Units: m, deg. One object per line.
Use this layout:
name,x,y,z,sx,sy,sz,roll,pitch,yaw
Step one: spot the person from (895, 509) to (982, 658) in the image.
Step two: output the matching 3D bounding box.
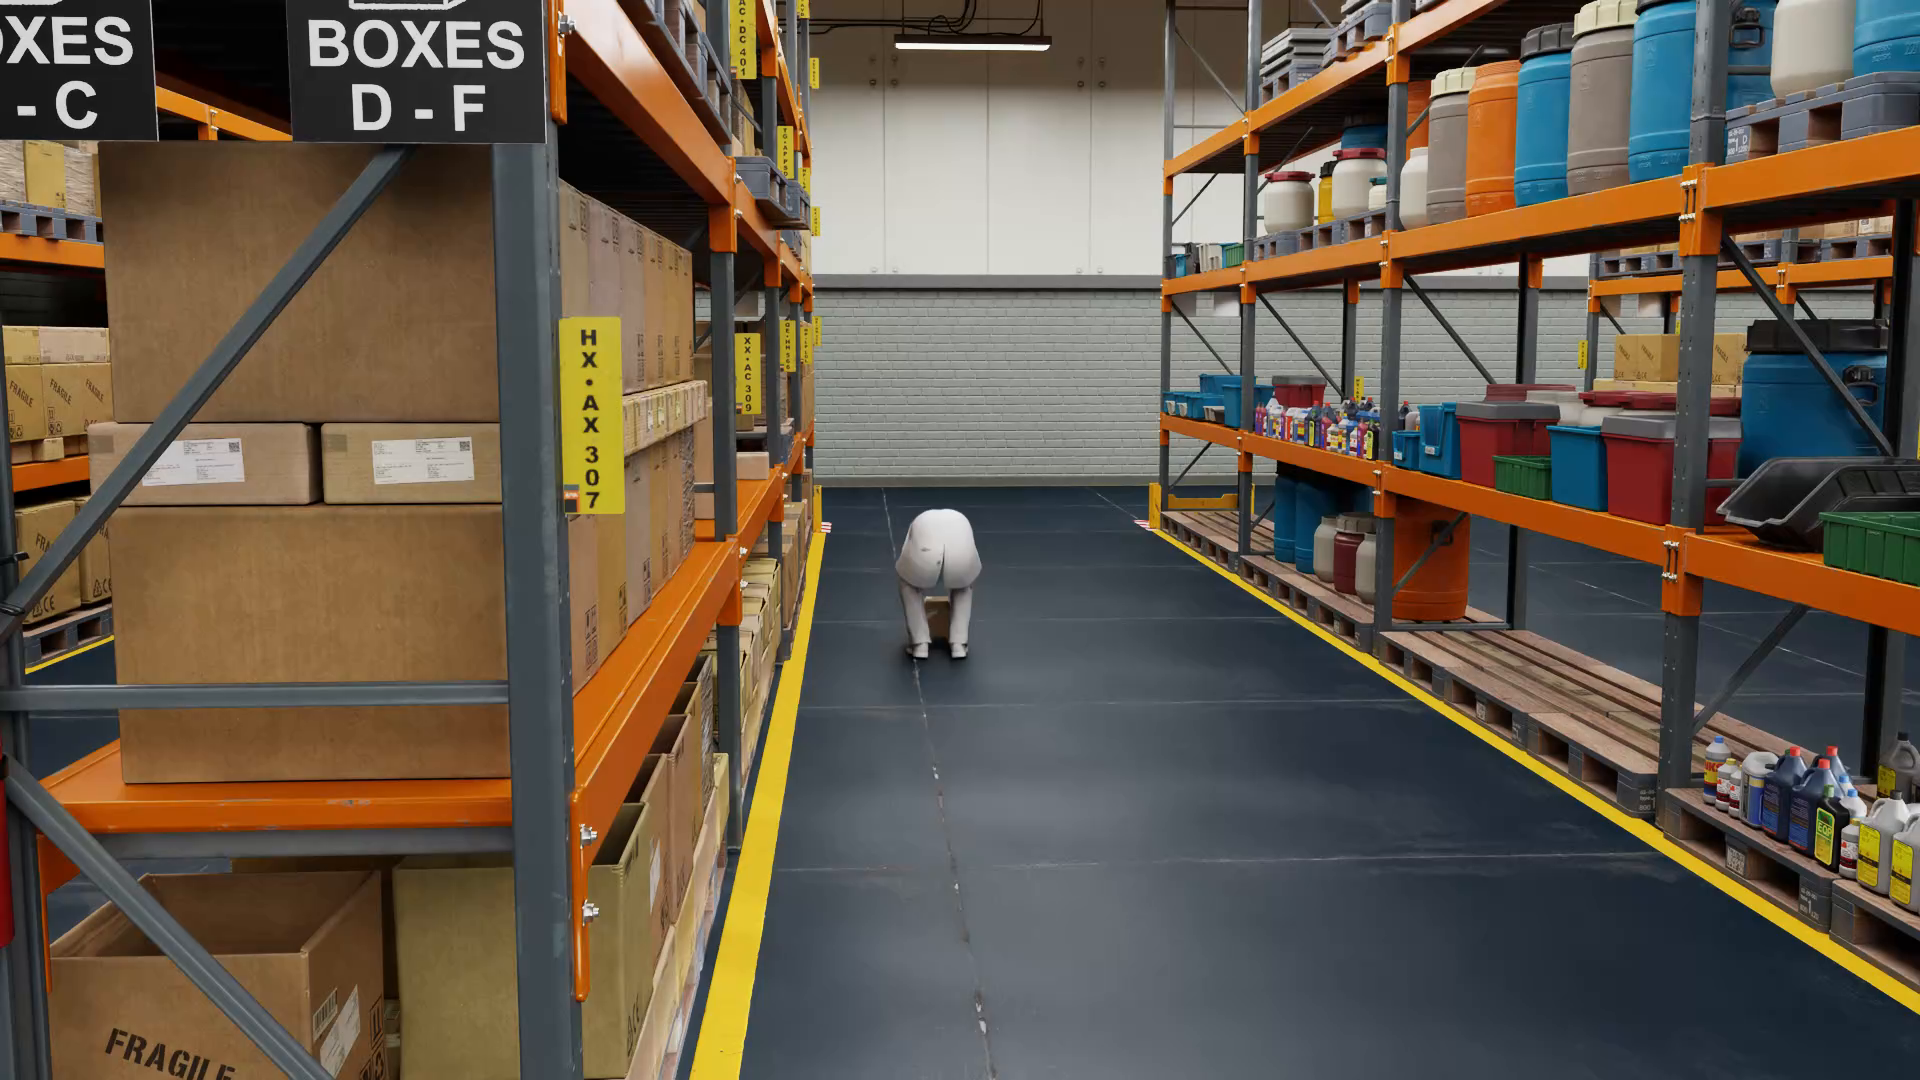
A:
person,-0.161,0.265,11.378,0.592,0.995,0.942,-1,7,-6
